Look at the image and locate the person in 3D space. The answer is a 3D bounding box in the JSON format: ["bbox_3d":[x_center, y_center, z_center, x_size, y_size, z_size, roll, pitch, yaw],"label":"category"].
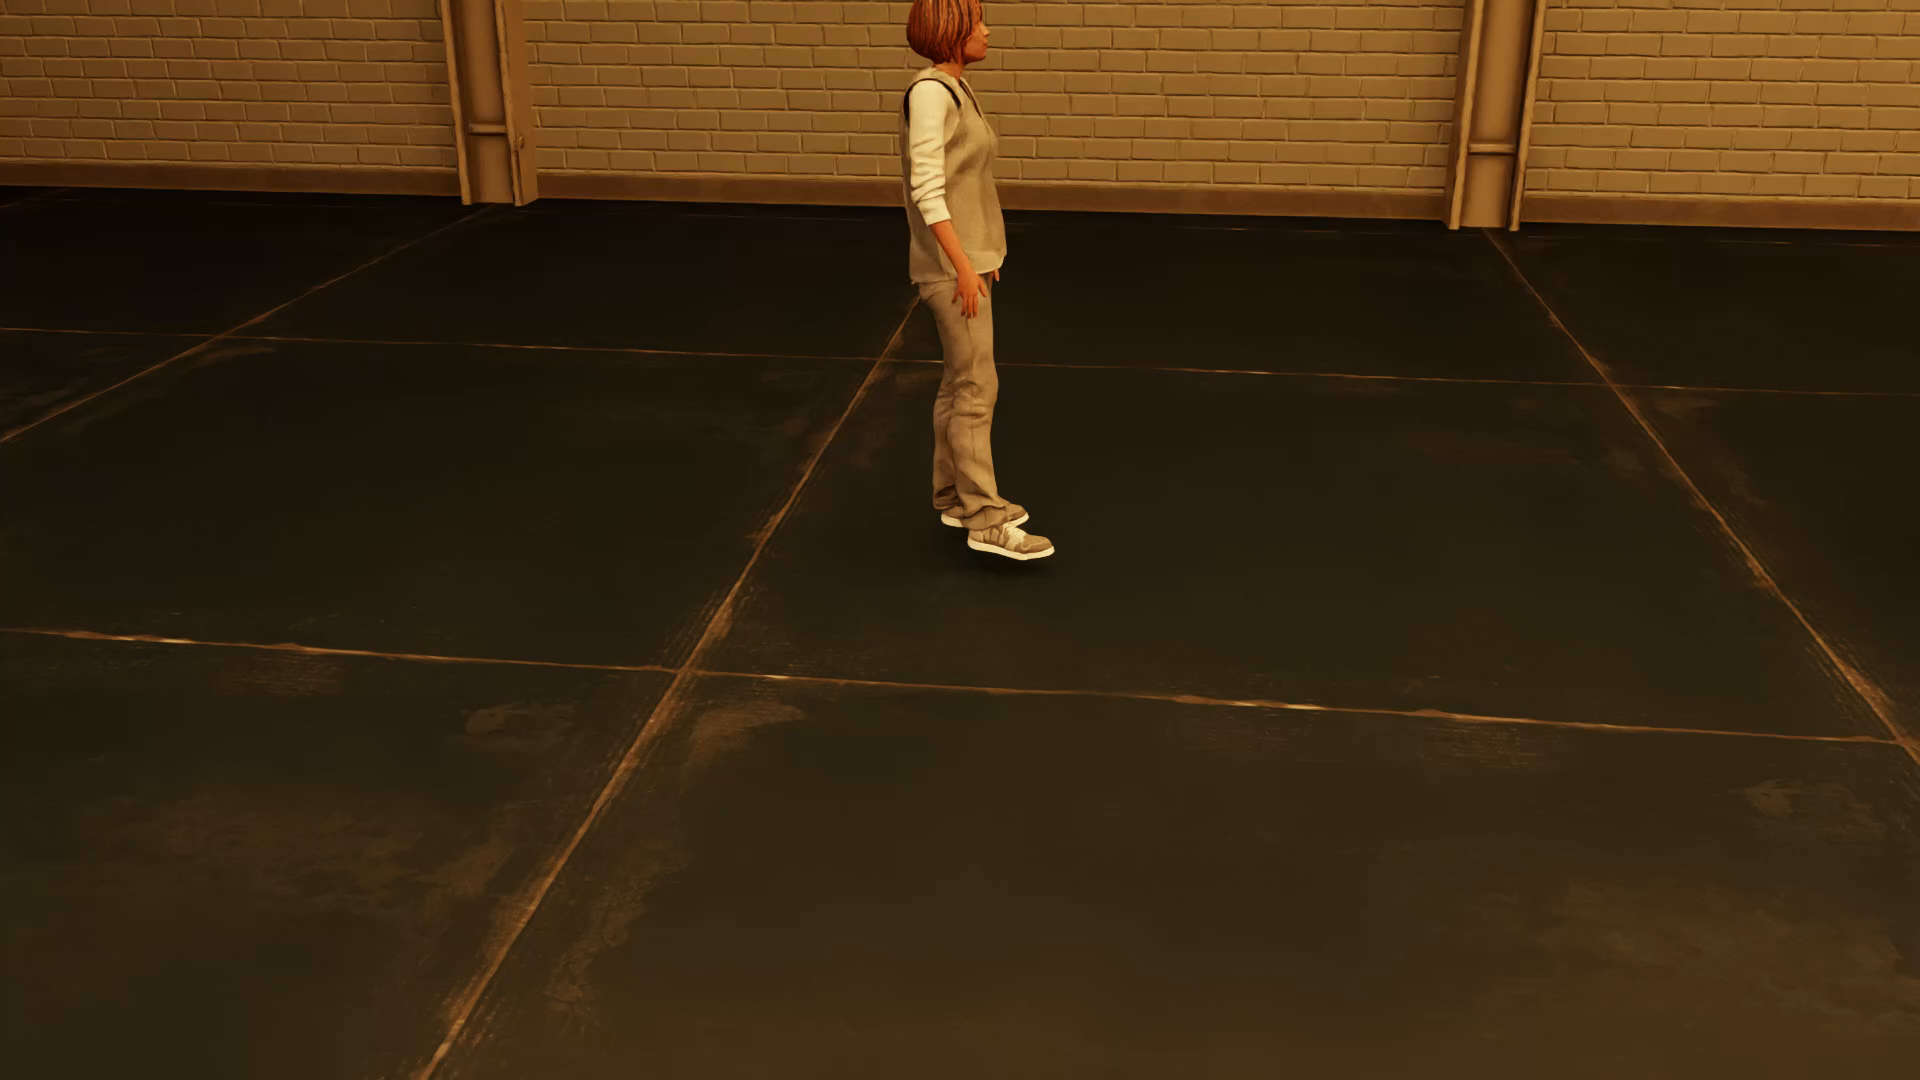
[{"bbox_3d":[0.078,-0.666,4.883,0.461,1.360,0.520,3,22,7],"label":"person"}]
